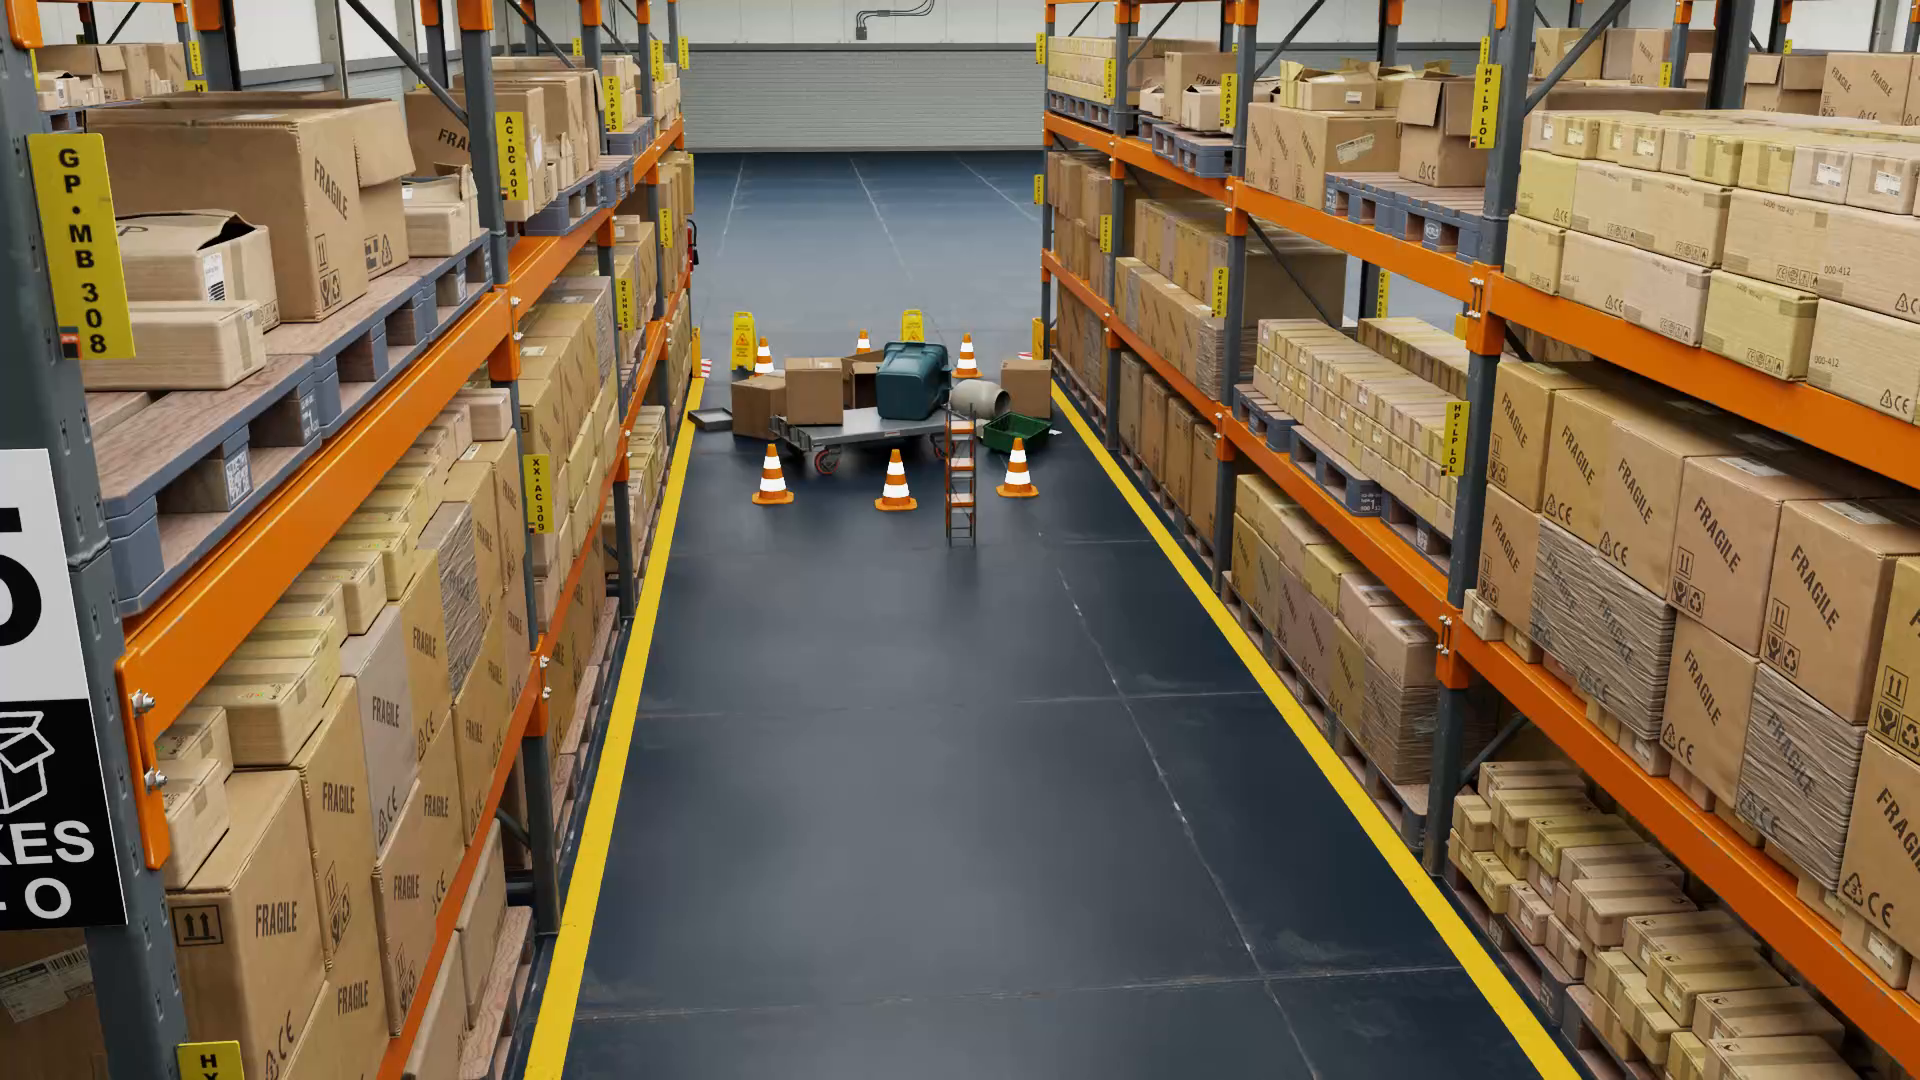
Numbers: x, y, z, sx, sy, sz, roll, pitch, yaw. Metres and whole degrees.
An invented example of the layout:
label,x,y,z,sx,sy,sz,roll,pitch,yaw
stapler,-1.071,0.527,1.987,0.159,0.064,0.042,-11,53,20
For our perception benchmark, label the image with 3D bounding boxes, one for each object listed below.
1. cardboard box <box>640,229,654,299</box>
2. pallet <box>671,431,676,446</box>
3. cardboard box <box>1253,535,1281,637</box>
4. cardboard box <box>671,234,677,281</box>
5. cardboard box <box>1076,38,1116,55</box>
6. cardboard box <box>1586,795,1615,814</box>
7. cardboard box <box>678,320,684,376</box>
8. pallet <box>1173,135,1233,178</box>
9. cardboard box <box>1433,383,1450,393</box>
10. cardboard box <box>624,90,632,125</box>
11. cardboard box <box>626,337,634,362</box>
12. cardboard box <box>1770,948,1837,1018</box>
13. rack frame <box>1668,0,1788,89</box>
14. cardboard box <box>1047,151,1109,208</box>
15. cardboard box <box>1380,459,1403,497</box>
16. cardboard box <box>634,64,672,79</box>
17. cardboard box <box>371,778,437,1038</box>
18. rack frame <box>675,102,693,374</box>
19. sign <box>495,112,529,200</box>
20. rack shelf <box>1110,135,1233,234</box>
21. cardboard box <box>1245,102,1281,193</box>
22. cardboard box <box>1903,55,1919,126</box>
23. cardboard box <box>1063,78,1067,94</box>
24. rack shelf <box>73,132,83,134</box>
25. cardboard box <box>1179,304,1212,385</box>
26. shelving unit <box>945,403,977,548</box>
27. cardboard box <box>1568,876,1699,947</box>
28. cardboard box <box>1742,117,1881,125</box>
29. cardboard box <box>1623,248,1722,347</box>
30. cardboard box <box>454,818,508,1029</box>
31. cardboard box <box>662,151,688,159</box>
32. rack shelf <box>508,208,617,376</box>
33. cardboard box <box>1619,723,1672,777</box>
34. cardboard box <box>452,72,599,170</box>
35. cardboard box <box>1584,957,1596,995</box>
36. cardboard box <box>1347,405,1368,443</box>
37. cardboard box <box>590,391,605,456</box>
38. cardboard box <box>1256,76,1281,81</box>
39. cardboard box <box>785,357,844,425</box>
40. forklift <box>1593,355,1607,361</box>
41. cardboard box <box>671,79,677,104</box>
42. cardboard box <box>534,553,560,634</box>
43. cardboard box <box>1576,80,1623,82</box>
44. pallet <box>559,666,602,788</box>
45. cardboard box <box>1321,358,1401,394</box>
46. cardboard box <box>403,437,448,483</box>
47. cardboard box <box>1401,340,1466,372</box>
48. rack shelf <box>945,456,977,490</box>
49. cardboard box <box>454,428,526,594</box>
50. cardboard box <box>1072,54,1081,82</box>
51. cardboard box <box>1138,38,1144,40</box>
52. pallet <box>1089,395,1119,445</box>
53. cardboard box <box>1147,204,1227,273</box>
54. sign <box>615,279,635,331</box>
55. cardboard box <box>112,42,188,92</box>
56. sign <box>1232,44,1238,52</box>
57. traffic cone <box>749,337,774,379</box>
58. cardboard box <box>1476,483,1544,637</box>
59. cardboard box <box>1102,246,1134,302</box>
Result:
label,x,y,z,sx,sy,sz,roll,pitch,yaw
cardboard box,-2.740,-2.211,13.346,0.500,0.500,0.500,-2,18,-5
pallet,-3.173,-0.967,15.406,1.003,0.211,1.213,-2,18,-6
cardboard box,2.132,0.270,10.280,0.500,0.500,0.500,-2,17,-5
cardboard box,-2.951,-2.727,15.692,0.500,0.500,0.500,-2,18,-6
cardboard box,1.333,-4.773,16.086,0.380,0.149,0.250,-2,17,-5
cardboard box,3.018,1.203,7.398,0.380,0.149,0.250,-1,17,-5
cardboard box,-2.980,-1.843,16.177,0.500,0.500,0.500,-1,17,-3
pallet,2.138,-2.621,11.327,1.213,0.211,1.003,-1,17,-3
cardboard box,2.896,-0.795,9.424,0.380,0.149,0.250,-1,17,-4
cardboard box,-2.817,-3.338,12.844,0.500,0.250,0.500,-2,17,-5
cardboard box,-2.491,-1.341,11.659,0.380,0.149,0.250,-2,18,-5
cardboard box,3.090,1.539,5.832,0.380,0.149,0.250,-2,18,-6
rack frame,6.788,-5.267,14.431,1.000,3.000,0.127,-2,18,-6
cardboard box,1.432,-3.949,18.194,0.875,0.550,0.550,-2,18,-6
cardboard box,2.355,-0.318,8.399,0.380,0.149,0.250,-3,18,-8
cardboard box,-3.120,-4.737,16.839,0.380,0.149,0.250,-2,18,-6
cardboard box,-1.709,0.975,4.397,0.500,0.500,0.500,-2,18,-6
rack frame,-3.481,-3.291,18.151,1.000,3.000,0.127,-2,18,-6
sign,-1.692,-1.449,6.280,0.100,0.325,0.005,-2,18,-6
rack shelf,2.051,-2.774,12.698,1.077,0.370,4.000,-2,18,-6
cardboard box,2.051,-2.391,10.109,0.500,0.500,0.500,-2,18,-6
cardboard box,6.903,-3.065,11.423,0.500,0.500,0.500,-1,17,-4
cardboard box,1.253,-4.620,16.929,0.380,0.149,0.250,-2,18,-5
rack shelf,-8.212,-3.628,15.419,1.077,0.370,4.000,-2,18,-6
cardboard box,1.893,-1.412,12.001,0.500,0.500,0.500,-2,18,-6
shelving unit,0.006,-0.485,12.469,0.215,1.050,0.252,-2,18,-6
cardboard box,2.538,1.400,6.276,0.380,0.149,0.250,-1,17,-4
cardboard box,3.078,-1.452,6.037,0.380,0.149,0.250,-2,18,-6
cardboard box,2.550,-0.807,5.483,0.500,0.250,0.500,-1,17,-3
cardboard box,-2.286,1.497,6.477,0.875,0.438,0.875,-2,18,-6
cardboard box,-3.211,-3.812,17.478,0.700,0.500,0.500,-2,18,-7
rack shelf,-2.450,-1.399,8.319,1.077,0.370,4.000,-2,18,-6
cardboard box,2.558,0.707,5.837,0.380,0.149,0.250,-1,17,-3
cardboard box,-2.365,-2.297,9.111,0.700,0.500,0.500,-3,18,-8
cardboard box,2.631,1.685,6.362,0.380,0.149,0.250,-3,18,-8
cardboard box,2.293,-0.626,8.885,0.380,0.149,0.250,-2,18,-5
cardboard box,-2.224,-0.633,9.102,0.500,0.250,0.500,-2,18,-7
cardboard box,2.244,-3.403,12.782,0.500,0.311,0.500,-2,18,-8
cardboard box,-1.301,-1.331,14.819,0.500,0.500,0.500,-2,18,-6
forklift,5.311,-1.293,11.903,3.031,2.935,1.130,-12,21,-34
cardboard box,-3.123,-4.498,16.741,0.500,0.250,0.500,-2,18,-6
cardboard box,-2.026,0.217,7.229,0.500,0.250,0.500,-2,18,-7
cardboard box,6.386,-4.518,16.638,0.380,0.149,0.250,-2,18,-8
pallet,-2.527,1.023,9.066,1.003,0.211,1.213,-2,18,-6
cardboard box,2.249,-0.919,9.323,0.380,0.149,0.250,-1,17,-4
cardboard box,-1.916,-0.236,5.503,0.380,0.149,0.250,-2,18,-6
cardboard box,2.845,-1.090,9.867,0.380,0.149,0.250,-1,17,-4
rack shelf,0.006,-0.475,12.472,0.215,0.259,0.240,-2,18,-6
cardboard box,-1.920,-0.108,6.177,0.500,0.500,0.500,-2,18,-6
cardboard box,1.384,-4.620,16.265,0.500,0.250,0.500,-2,18,-6
cardboard box,1.962,-4.869,16.391,0.380,0.149,0.250,-2,18,-5
pallet,1.844,-1.180,16.085,1.003,0.211,1.213,-2,18,-6
cardboard box,1.957,-2.506,13.814,0.700,0.500,0.500,-2,18,-7
sign,-2.104,-1.478,10.443,0.100,0.325,0.005,-2,18,-6
cardboard box,-8.130,-4.739,16.720,0.500,0.500,0.500,-1,17,-4
sign,2.383,-4.130,14.426,0.100,0.325,0.005,-2,18,-6
traffic cone,-2.154,-1.992,18.250,0.336,0.463,0.334,-2,18,-6
cardboard box,2.470,0.067,6.791,0.500,0.500,0.500,-2,18,-7
cardboard box,1.795,-2.463,15.264,0.875,0.550,0.550,-2,18,-6
